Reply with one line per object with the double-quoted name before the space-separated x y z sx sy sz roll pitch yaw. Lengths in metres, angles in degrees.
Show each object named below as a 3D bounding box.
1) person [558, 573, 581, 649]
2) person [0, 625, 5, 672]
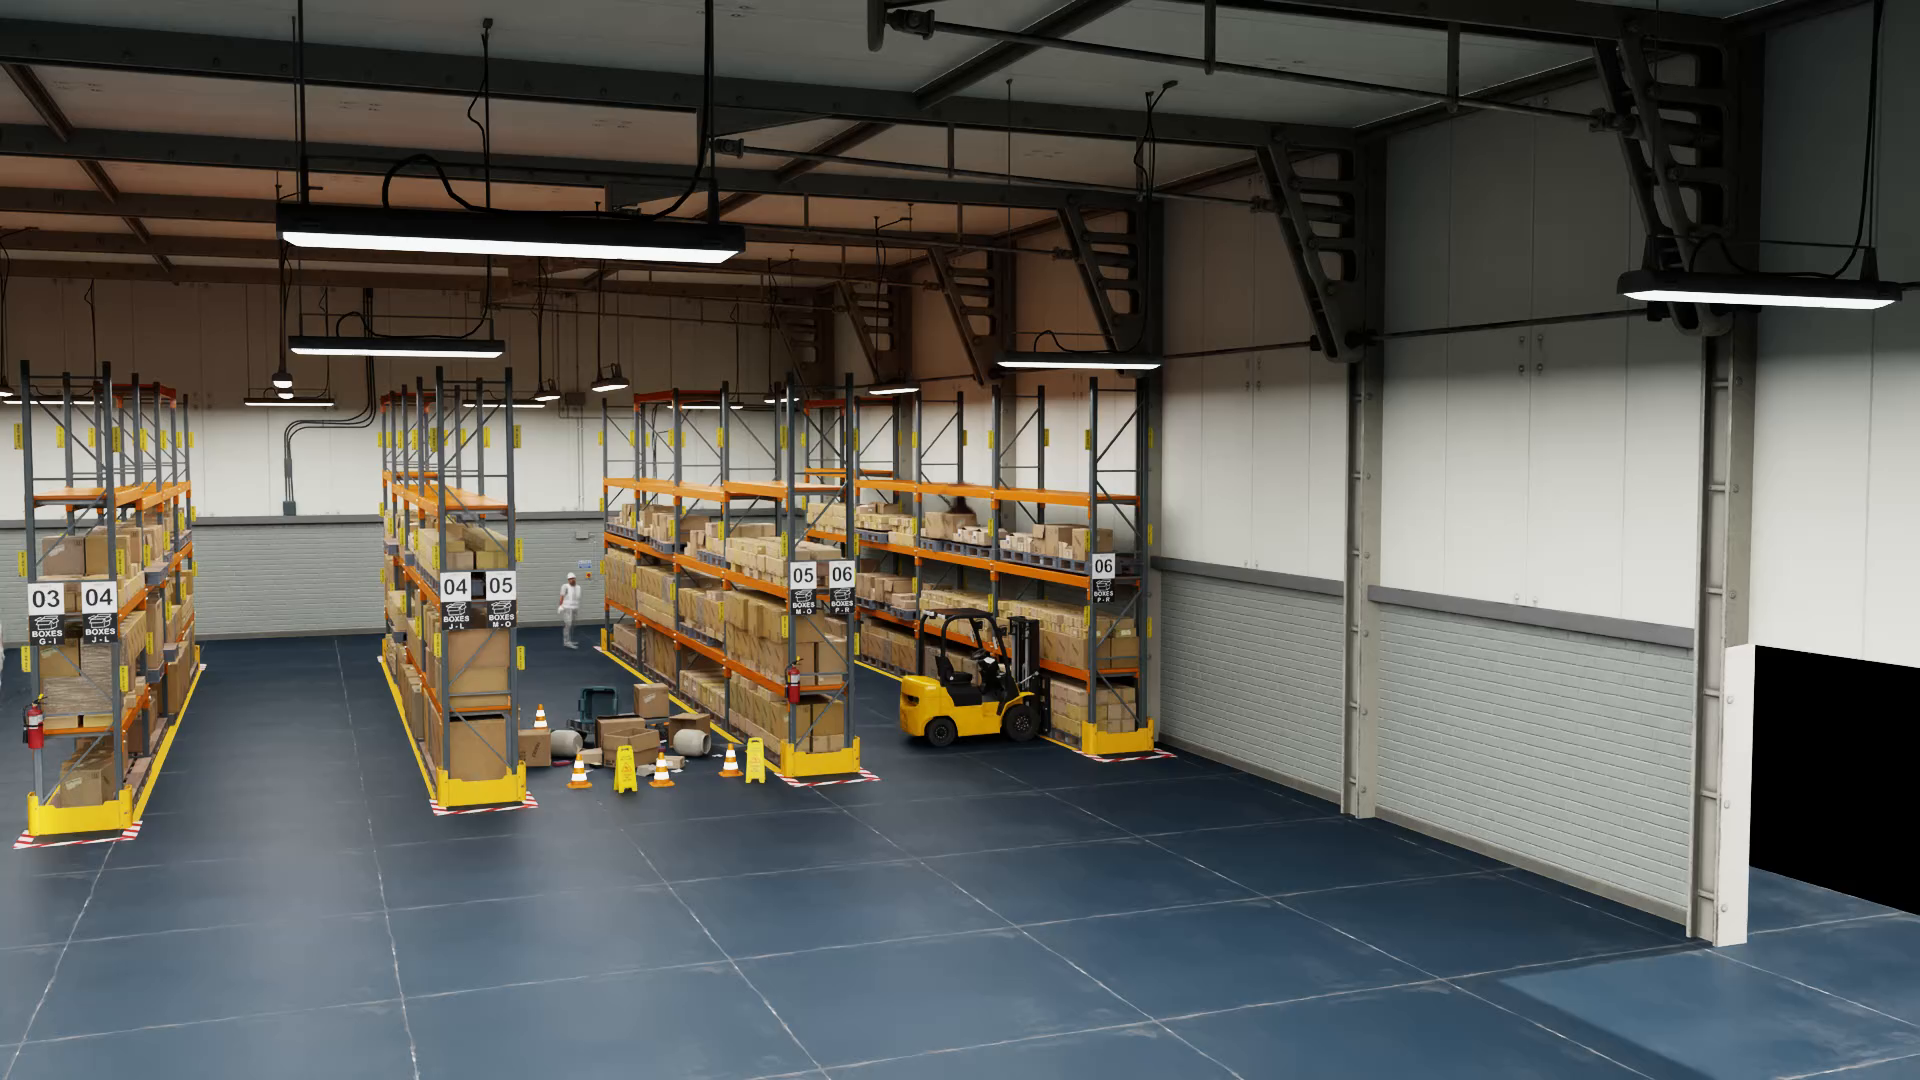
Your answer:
"person" -9.383 1.692 40.063 0.480 1.799 0.758 2 4 26
"person" -18.578 2.189 31.806 0.477 1.746 0.973 -1 4 -14
